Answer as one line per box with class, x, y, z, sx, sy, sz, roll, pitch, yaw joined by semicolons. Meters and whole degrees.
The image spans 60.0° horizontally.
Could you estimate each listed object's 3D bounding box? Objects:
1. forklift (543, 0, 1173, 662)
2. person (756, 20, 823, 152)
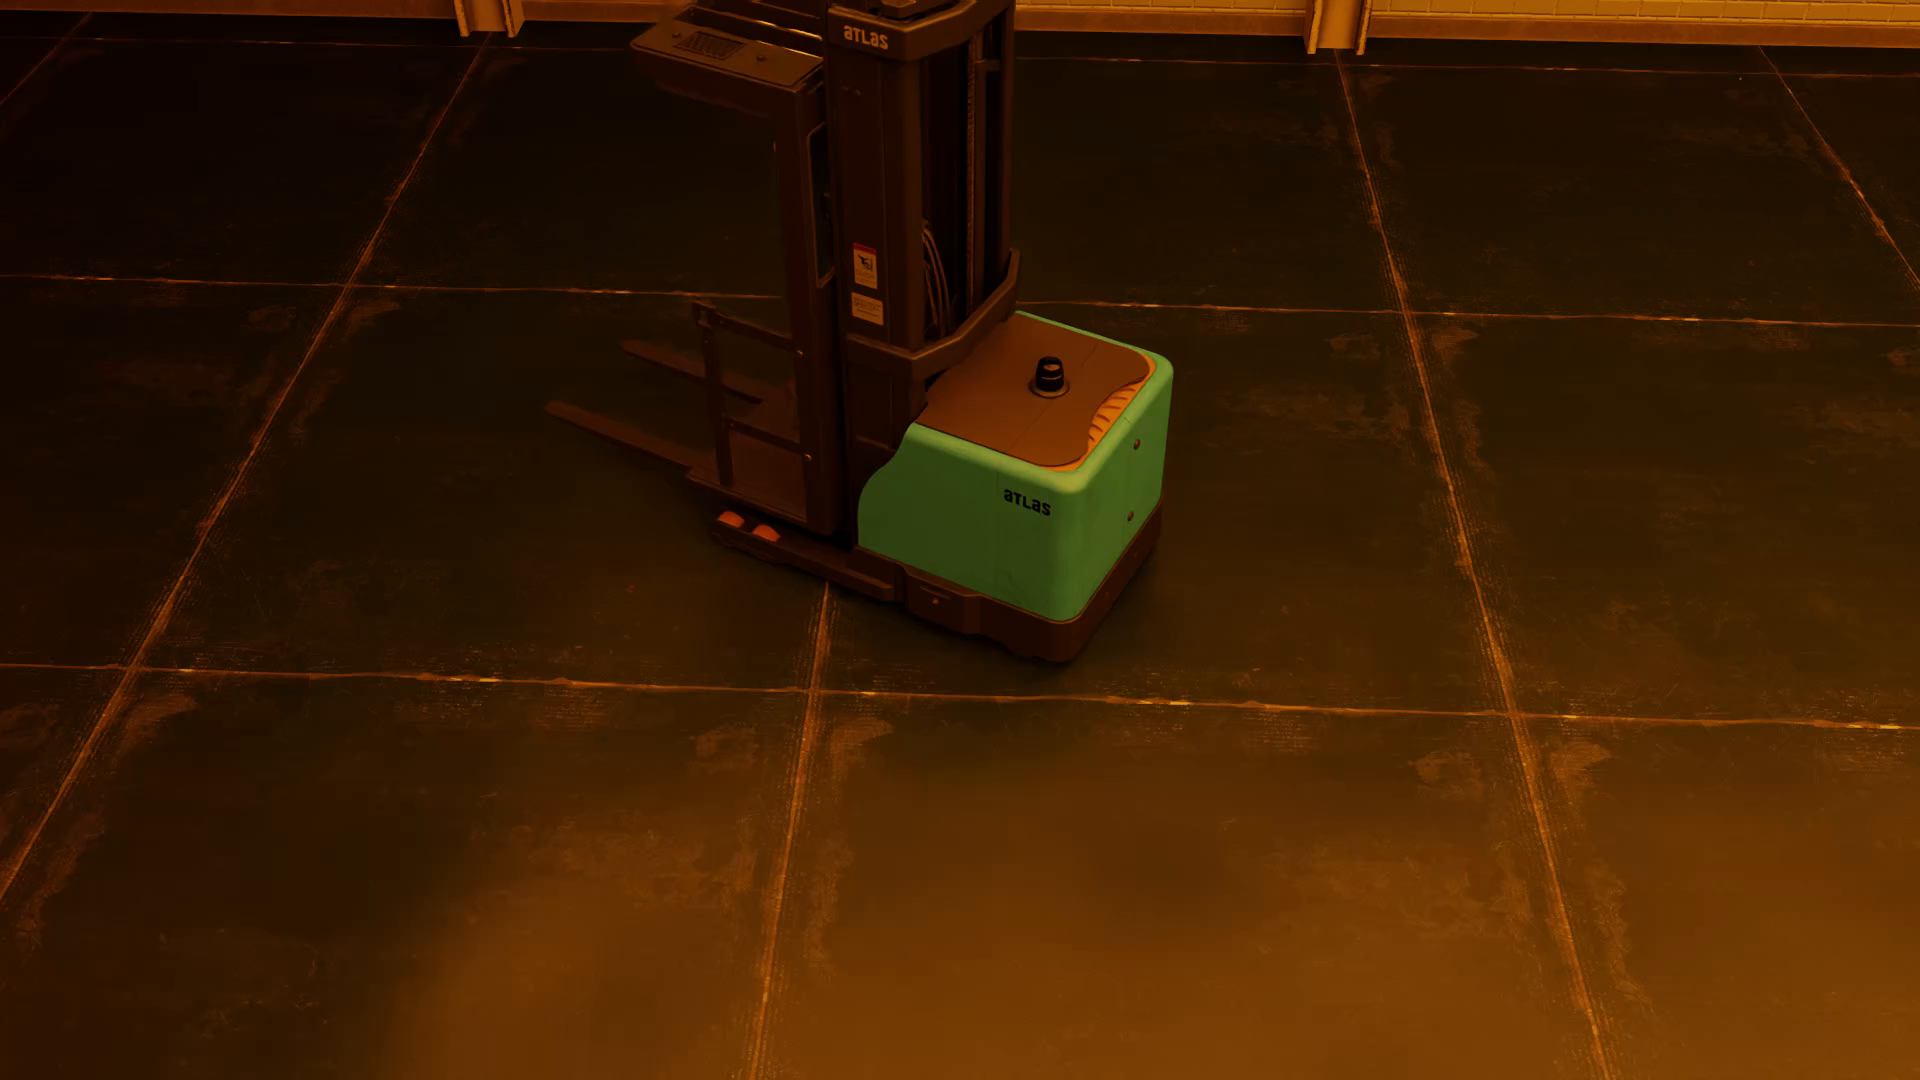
forklift;-0.601;-1.277;7.141;3.031;2.935;1.130;21;46;21
person;-0.771;-3.070;10.100;1.004;1.644;0.744;-14;44;-15
